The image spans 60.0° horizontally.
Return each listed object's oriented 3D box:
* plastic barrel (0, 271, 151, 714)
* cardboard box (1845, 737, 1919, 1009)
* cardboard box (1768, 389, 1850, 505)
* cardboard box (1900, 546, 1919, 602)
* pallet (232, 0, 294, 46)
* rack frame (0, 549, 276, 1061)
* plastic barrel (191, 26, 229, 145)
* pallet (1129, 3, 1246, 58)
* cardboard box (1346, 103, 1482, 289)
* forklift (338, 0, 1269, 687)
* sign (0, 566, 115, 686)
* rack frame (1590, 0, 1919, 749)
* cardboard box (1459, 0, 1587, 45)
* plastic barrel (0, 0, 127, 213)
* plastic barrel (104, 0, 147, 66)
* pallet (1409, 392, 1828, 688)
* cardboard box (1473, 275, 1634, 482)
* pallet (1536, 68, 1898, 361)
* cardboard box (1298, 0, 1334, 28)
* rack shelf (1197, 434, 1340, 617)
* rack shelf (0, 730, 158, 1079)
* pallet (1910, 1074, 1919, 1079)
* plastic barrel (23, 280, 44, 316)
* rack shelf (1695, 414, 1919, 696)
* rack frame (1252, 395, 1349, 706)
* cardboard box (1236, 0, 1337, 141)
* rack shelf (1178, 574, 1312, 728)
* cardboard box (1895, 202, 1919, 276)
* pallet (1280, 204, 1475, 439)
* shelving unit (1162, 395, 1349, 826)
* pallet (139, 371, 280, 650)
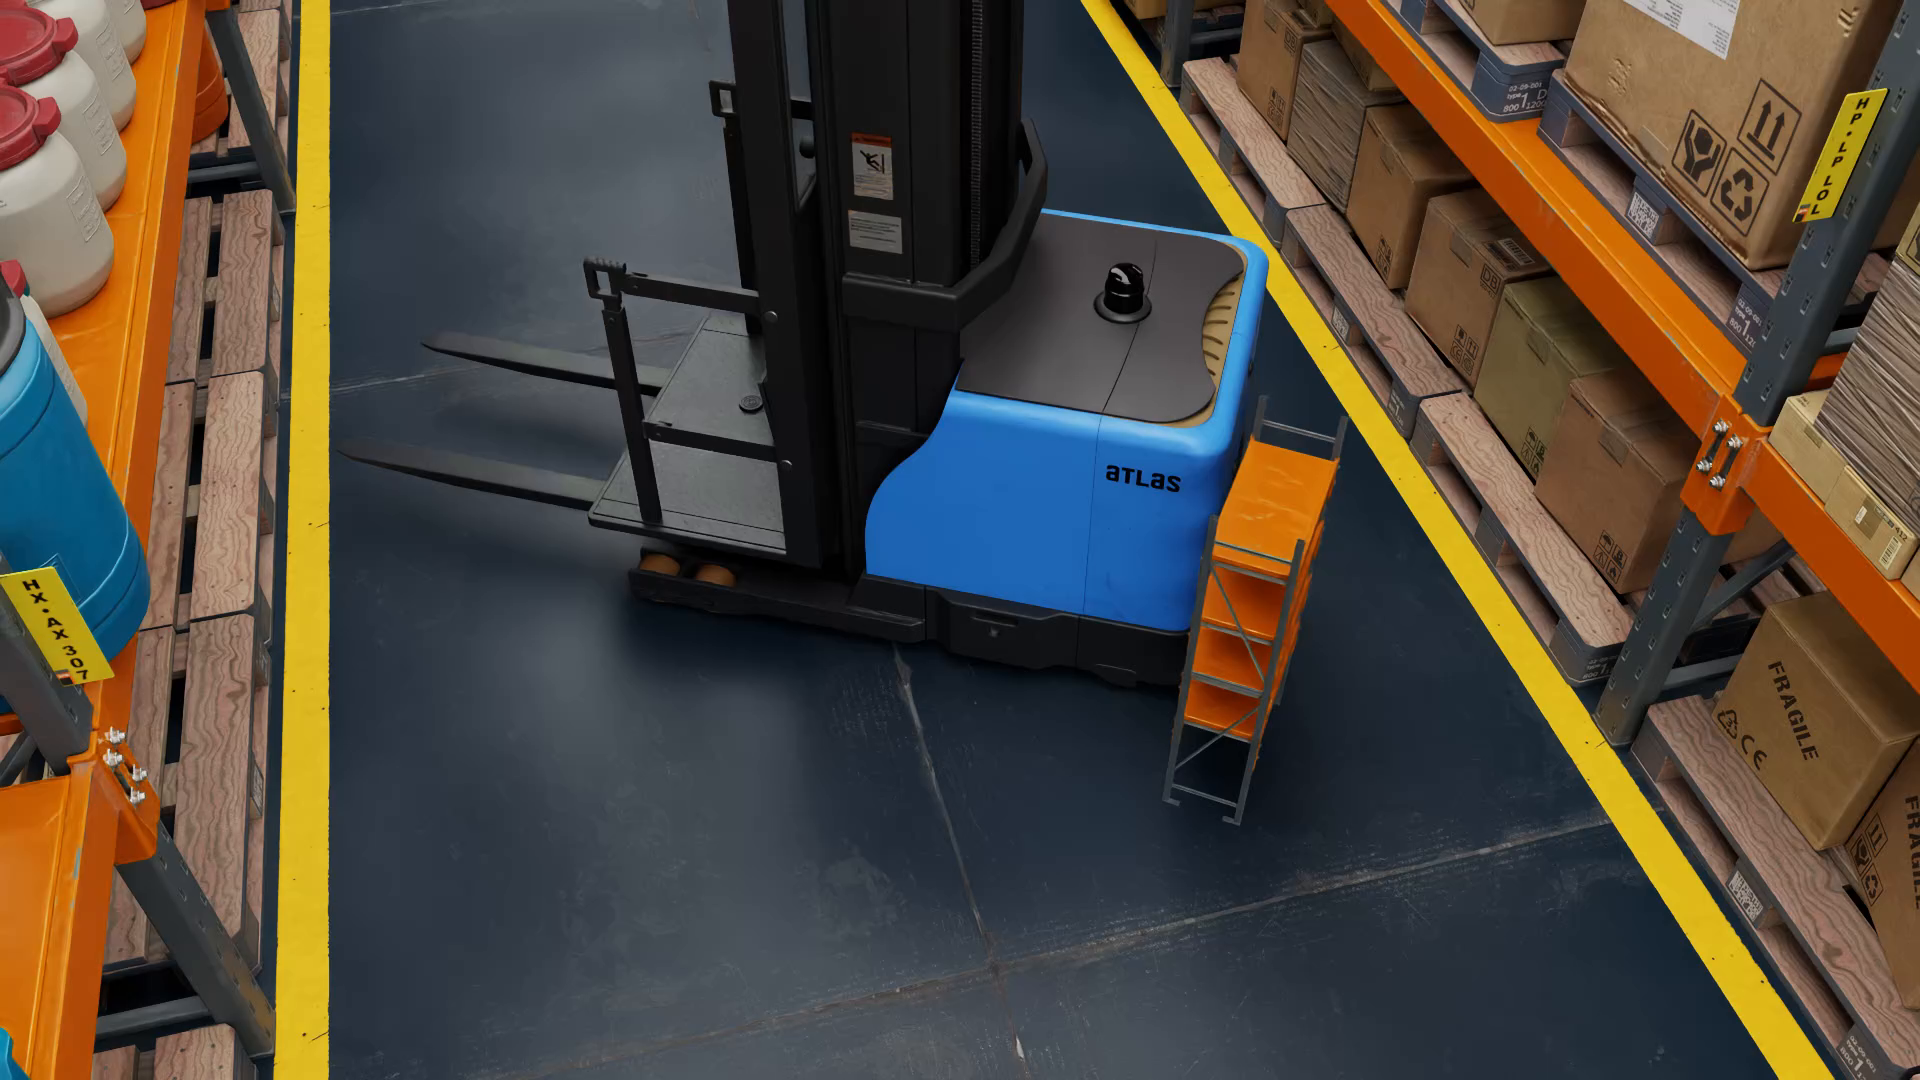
[{"bbox_3d":[-2.122,-0.133,3.429,0.600,0.901,0.708,-11,47,-10],"label":"plastic barrel"},{"bbox_3d":[2.690,0.864,4.259,0.500,0.500,0.500,3,46,2],"label":"cardboard box"},{"bbox_3d":[2.237,-0.250,4.070,0.380,0.149,0.250,-11,47,-10],"label":"cardboard box"},{"bbox_3d":[2.379,0.093,3.735,0.380,0.149,0.250,-11,47,-10],"label":"cardboard box"},{"bbox_3d":[-3.890,-2.799,8.345,1.003,0.211,1.213,-11,47,-10],"label":"pallet"},{"bbox_3d":[-2.316,0.364,3.293,1.000,3.000,0.127,-11,47,-10],"label":"rack frame"},{"bbox_3d":[-3.481,-2.119,6.952,0.600,0.830,0.708,-11,47,-10],"label":"plastic barrel"},{"bbox_3d":[1.319,-2.885,8.429,1.003,0.211,1.213,-11,47,-10],"label":"pallet"},{"bbox_3d":[1.945,-1.352,6.417,0.700,0.500,0.500,-7,46,-7],"label":"cardboard box"},{"bbox_3d":[-0.603,-1.138,4.813,3.031,2.935,1.130,10,47,10],"label":"forklift"},{"bbox_3d":[-1.781,0.175,3.285,0.100,0.325,0.005,-11,47,-10],"label":"sign"},{"bbox_3d":[2.472,-0.541,4.180,1.000,3.000,0.127,-11,47,-10],"label":"rack frame"},{"bbox_3d":[1.939,-1.904,5.150,0.797,0.503,0.637,-6,46,-6],"label":"cardboard box"},{"bbox_3d":[-2.647,-1.189,4.720,0.433,0.535,0.433,0,46,0],"label":"plastic barrel"},{"bbox_3d":[-2.870,-1.765,5.301,0.421,0.512,0.421,0,46,0],"label":"plastic barrel"},{"bbox_3d":[2.272,-0.102,5.703,1.003,0.211,1.213,-11,47,-10],"label":"pallet"},{"bbox_3d":[2.232,-0.581,5.661,0.700,0.500,0.500,-11,47,-11],"label":"cardboard box"},{"bbox_3d":[2.417,-1.028,4.792,1.003,0.211,1.213,-11,47,-10],"label":"pallet"},{"bbox_3d":[1.649,-2.387,6.906,0.500,0.250,0.500,-9,46,-9],"label":"cardboard box"},{"bbox_3d":[0.820,-0.045,4.401,0.258,0.148,0.480,16,48,14],"label":"rack shelf"},{"bbox_3d":[-1.804,1.997,2.196,1.077,0.370,4.000,-11,47,-10],"label":"rack shelf"},{"bbox_3d":[2.994,1.736,3.901,1.003,0.211,1.213,-11,47,-10],"label":"pallet"},{"bbox_3d":[-2.506,-0.529,4.265,0.301,0.262,0.301,0,46,0],"label":"plastic barrel"},{"bbox_3d":[2.984,1.091,3.084,1.077,0.370,4.000,-11,47,-10],"label":"rack shelf"},{"bbox_3d":[0.905,0.067,4.842,0.240,1.200,0.015,16,48,14],"label":"rack frame"},{"bbox_3d":[1.639,-2.123,7.172,0.700,0.500,0.500,-13,47,-12],"label":"cardboard box"},{"bbox_3d":[0.814,0.276,4.731,0.258,0.148,0.480,16,48,14],"label":"rack shelf"},{"bbox_3d":[2.342,-0.673,3.331,0.500,0.500,0.500,-11,47,-10],"label":"cardboard box"},{"bbox_3d":[1.956,-0.946,6.530,1.003,0.211,1.213,-11,47,-10],"label":"pallet"},{"bbox_3d":[0.815,0.229,4.683,0.258,1.200,0.503,16,48,14],"label":"shelving unit"},{"bbox_3d":[-2.870,-0.039,5.640,1.003,0.211,1.213,-11,47,-10],"label":"pallet"}]
